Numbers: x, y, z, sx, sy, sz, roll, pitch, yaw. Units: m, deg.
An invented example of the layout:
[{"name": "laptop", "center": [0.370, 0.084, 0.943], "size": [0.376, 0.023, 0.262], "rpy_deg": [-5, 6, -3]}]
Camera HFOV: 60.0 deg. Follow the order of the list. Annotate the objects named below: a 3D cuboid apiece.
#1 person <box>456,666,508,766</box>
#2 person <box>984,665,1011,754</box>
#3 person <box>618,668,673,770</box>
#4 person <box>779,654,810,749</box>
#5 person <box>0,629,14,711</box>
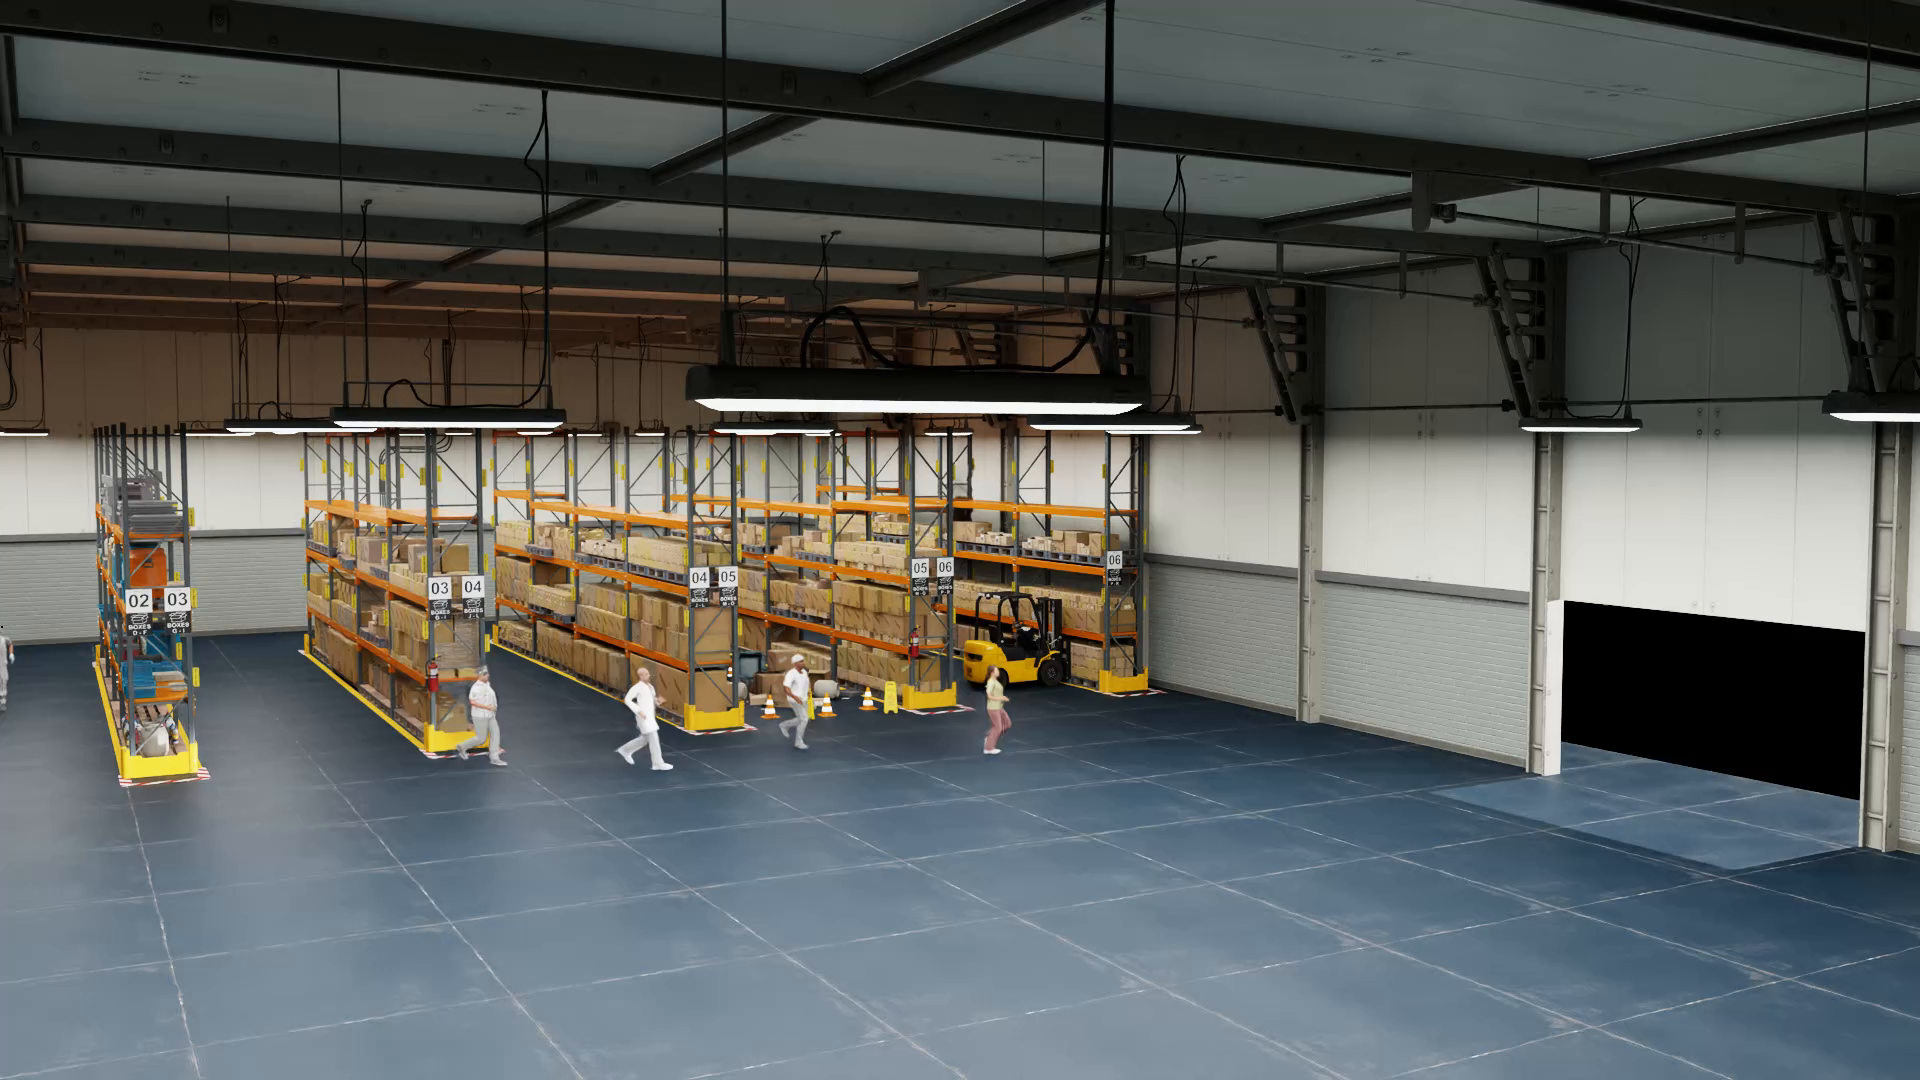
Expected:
[{"name": "person", "center": [-8.371, 3.077, 29.146], "size": [0.911, 1.770, 0.668], "rpy_deg": [1, 4, 11]}, {"name": "person", "center": [0.686, 3.070, 30.194], "size": [0.526, 1.619, 0.570], "rpy_deg": [1, 4, 15]}, {"name": "person", "center": [-5.451, 3.083, 28.723], "size": [1.035, 1.754, 0.713], "rpy_deg": [1, 3, 9]}, {"name": "person", "center": [-3.092, 2.989, 30.958], "size": [0.671, 1.754, 0.694], "rpy_deg": [2, 4, 25]}, {"name": "person", "center": [-20.366, 2.671, 35.149], "size": [0.679, 1.807, 0.945], "rpy_deg": [-2, 4, -35]}]
